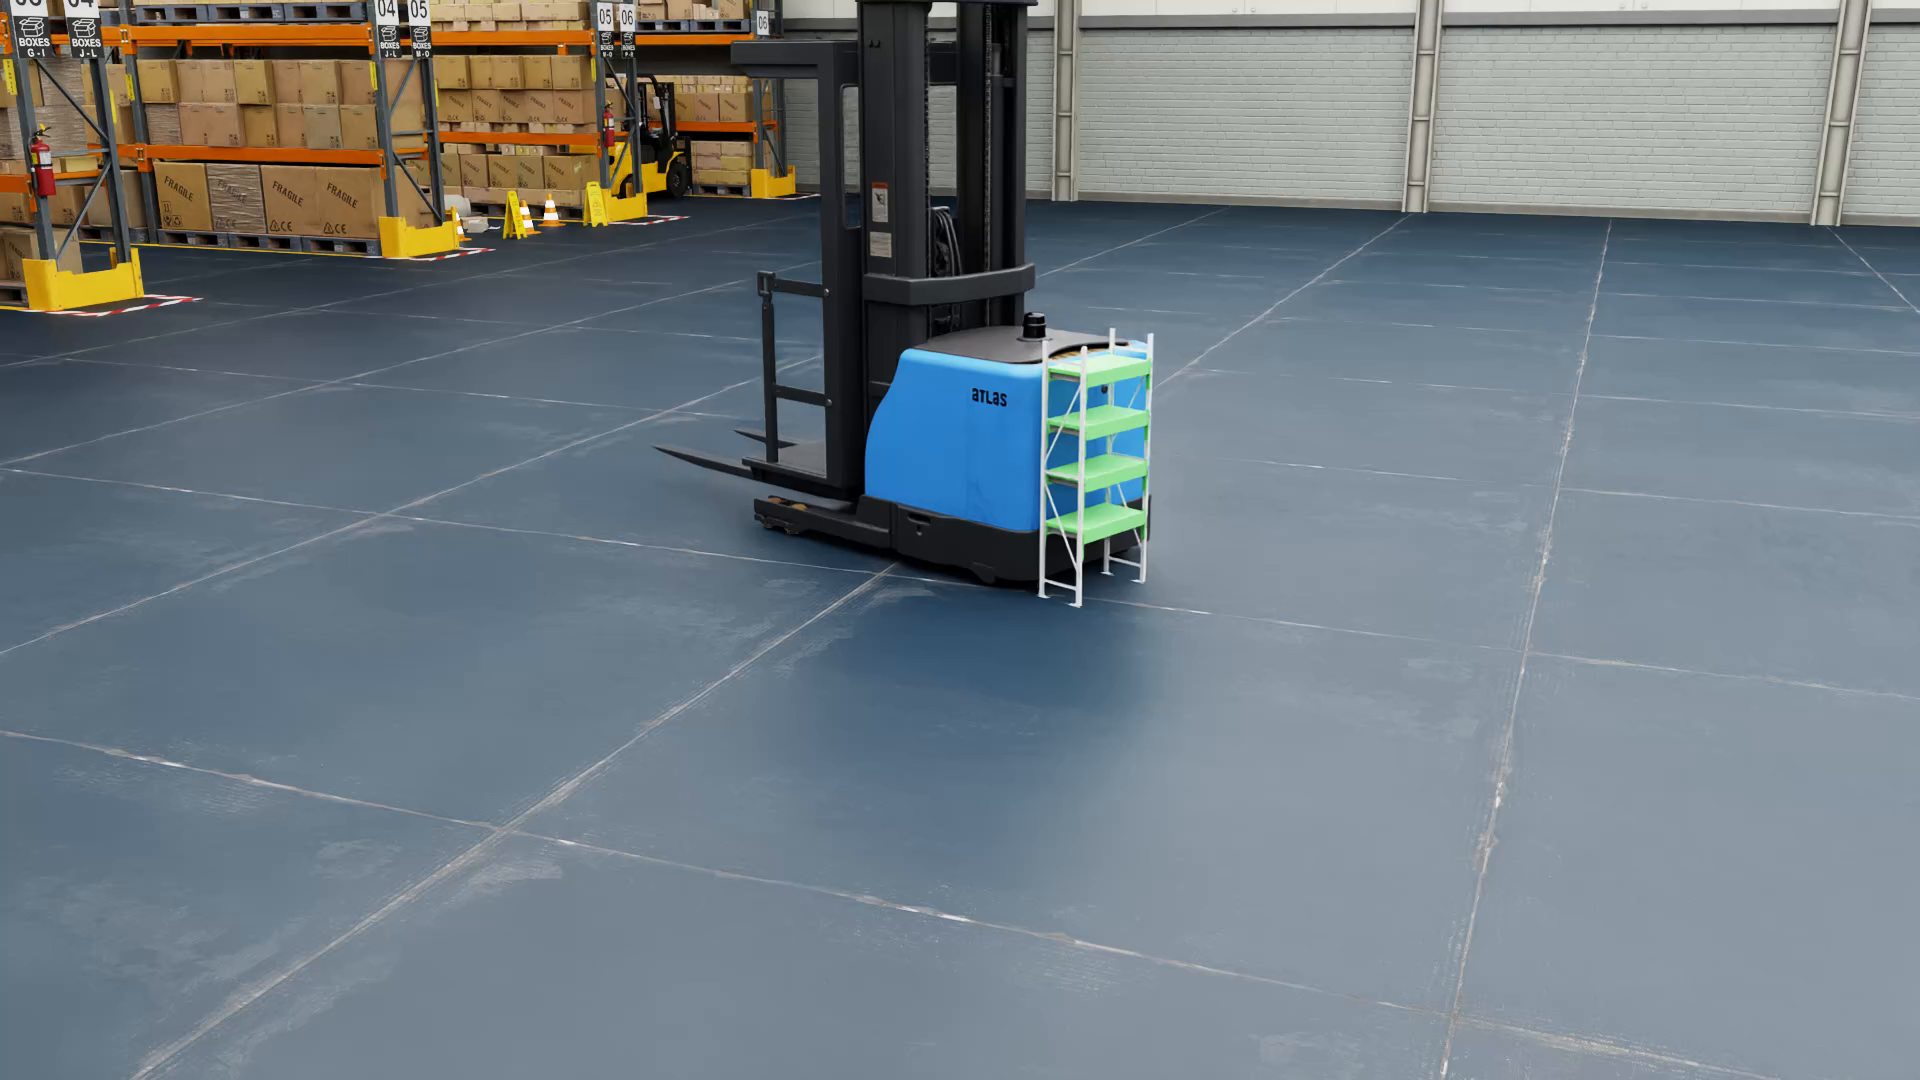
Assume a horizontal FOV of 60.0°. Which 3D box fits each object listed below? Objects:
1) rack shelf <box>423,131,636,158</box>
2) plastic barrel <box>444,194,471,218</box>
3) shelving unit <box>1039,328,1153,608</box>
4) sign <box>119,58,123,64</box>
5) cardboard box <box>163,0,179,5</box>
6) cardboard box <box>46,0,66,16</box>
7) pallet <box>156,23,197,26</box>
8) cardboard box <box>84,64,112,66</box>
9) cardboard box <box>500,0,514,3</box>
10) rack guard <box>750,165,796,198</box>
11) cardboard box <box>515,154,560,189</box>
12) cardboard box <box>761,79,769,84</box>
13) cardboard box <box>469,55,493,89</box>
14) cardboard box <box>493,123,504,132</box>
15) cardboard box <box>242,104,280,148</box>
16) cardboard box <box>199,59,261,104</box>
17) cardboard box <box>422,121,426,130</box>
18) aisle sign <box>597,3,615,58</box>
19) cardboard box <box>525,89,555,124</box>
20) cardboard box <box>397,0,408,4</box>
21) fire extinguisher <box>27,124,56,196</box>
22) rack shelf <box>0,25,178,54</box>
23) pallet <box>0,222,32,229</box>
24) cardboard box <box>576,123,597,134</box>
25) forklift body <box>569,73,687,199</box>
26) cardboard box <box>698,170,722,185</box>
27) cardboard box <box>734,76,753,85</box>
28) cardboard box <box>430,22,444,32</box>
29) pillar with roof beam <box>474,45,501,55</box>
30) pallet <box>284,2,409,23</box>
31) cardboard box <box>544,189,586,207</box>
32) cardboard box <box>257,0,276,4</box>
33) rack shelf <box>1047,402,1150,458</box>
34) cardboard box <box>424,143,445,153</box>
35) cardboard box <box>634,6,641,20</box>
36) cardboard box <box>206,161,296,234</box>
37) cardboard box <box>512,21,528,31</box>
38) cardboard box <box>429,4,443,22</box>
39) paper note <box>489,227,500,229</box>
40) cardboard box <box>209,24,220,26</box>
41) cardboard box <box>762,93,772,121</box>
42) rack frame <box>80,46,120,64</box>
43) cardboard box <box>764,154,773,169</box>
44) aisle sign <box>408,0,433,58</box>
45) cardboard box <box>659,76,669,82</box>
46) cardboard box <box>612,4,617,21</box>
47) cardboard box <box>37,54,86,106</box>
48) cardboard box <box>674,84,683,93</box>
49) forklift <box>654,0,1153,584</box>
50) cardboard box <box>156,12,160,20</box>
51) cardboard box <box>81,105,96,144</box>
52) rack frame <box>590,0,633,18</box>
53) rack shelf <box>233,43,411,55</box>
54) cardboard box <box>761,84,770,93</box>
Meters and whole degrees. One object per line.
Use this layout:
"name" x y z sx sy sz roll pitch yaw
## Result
"rack shelf" -7.096 -6.297 26.274 4.000 0.370 1.077 6 17 21
"plastic barrel" -7.713 -5.019 25.203 0.512 0.421 0.421 -9 18 -27
"shelving unit" 0.628 -0.340 7.694 0.258 1.200 0.503 14 22 41
"sign" -18.080 -10.212 35.826 0.005 0.325 0.100 6 17 21
"cardboard box" -9.992 -6.945 21.354 0.250 0.149 0.380 6 17 21
"cardboard box" -9.225 -5.352 16.619 0.500 0.250 0.500 7 18 22
"pallet" -13.296 -8.658 28.075 1.003 0.211 1.213 7 18 23
"cardboard box" -14.663 -7.926 28.622 0.500 0.500 0.500 6 17 20
"cardboard box" -6.804 -8.256 25.372 0.250 0.149 0.380 6 17 19
"rack guard" -3.396 -6.523 30.245 0.348 0.500 1.175 6 17 21
"cardboard box" -6.563 -5.746 25.919 0.500 0.500 0.500 7 18 23
"cardboard box" -3.652 -8.318 30.068 0.250 0.149 0.380 6 17 20
"cardboard box" -7.184 -7.271 25.832 0.500 0.500 0.700 6 17 20
"cardboard box" -7.077 -6.461 26.000 0.250 0.149 0.380 6 17 21
"cardboard box" -8.823 -5.426 21.714 0.500 0.550 0.875 6 17 21
"cardboard box" -9.342 -5.980 21.685 0.550 0.550 0.875 6 17 21
"cardboard box" -8.527 -6.598 26.473 0.250 0.149 0.380 7 18 22
"aisle sign" -5.285 -7.605 24.825 0.004 0.787 0.394 6 17 21
"cardboard box" -6.306 -6.665 25.539 0.500 0.500 0.500 6 17 21
"cardboard box" -7.159 -6.831 20.963 0.250 0.149 0.380 6 17 21
"fire extinguisher" -8.935 -3.699 16.174 0.183 0.674 0.296 6 17 21
"rack shelf" -12.540 -6.852 22.807 4.000 0.370 1.077 6 17 21
"pallet" -13.694 -4.523 23.874 1.213 0.211 1.003 6 17 21
"cardboard box" -5.662 -6.300 25.444 0.250 0.149 0.380 7 18 22
"forklift body" -5.851 -7.039 29.061 1.214 2.155 2.313 6 17 21
"cardboard box" -4.430 -6.626 30.296 0.500 0.250 0.500 6 17 21
"cardboard box" -3.828 -8.210 29.697 0.250 0.149 0.380 6 17 21
"cardboard box" -8.044 -7.997 25.912 0.250 0.149 0.380 7 18 22
"pillar with roof beam" -10.896 -10.409 28.387 0.400 9.000 9.100 6 17 21
"pallet" -7.652 -6.615 20.857 1.213 0.211 1.003 6 17 21
"cardboard box" -6.109 -5.334 25.846 0.500 0.250 0.500 6 17 20
"cardboard box" -8.573 -6.789 20.818 0.250 0.149 0.380 6 17 21
"rack shelf" 0.628 -0.510 7.644 0.258 0.148 0.480 14 22 41
"cardboard box" -8.413 -6.241 26.461 0.250 0.149 0.380 7 17 21
"cardboard box" -5.870 -9.530 30.048 0.258 0.266 0.396 6 17 19
"cardboard box" -9.280 -4.560 22.060 0.875 0.875 0.875 6 17 21
"cardboard box" -6.609 -7.831 25.338 0.250 0.149 0.380 6 17 20
"cardboard box" -8.165 -8.192 25.866 0.500 0.250 0.500 6 17 20
"paper note" -6.845 -4.592 24.437 0.142 0.019 0.148 0 16 1
"cardboard box" -12.210 -8.530 27.535 0.258 0.266 0.396 6 17 21
"cardboard box" -3.777 -7.896 30.313 0.500 0.500 0.500 7 18 22
"rack frame" -18.302 -9.362 35.542 0.127 3.000 1.000 6 17 21
"cardboard box" -3.779 -6.949 30.511 0.500 0.250 0.500 7 17 22
"aisle sign" -6.782 -6.463 20.892 0.004 0.787 0.394 6 17 21
"cardboard box" -5.258 -8.365 30.232 0.250 0.149 0.380 7 17 21
"cardboard box" -5.606 -8.070 25.445 0.500 0.250 0.500 6 17 20
"cardboard box" -9.284 -4.666 16.858 0.500 0.500 0.500 6 17 21
"cardboard box" -5.046 -8.173 30.102 0.250 0.149 0.380 6 17 21
"forklift" -0.462 -1.526 8.674 3.031 2.935 1.130 14 22 41
"cardboard box" -13.084 -8.947 27.795 0.637 0.503 0.797 5 17 17
"cardboard box" -11.733 -5.637 22.530 0.500 0.500 0.500 6 17 20
"rack frame" -5.236 -9.319 24.632 0.127 3.000 1.000 6 17 21
"rack shelf" -12.721 -9.843 33.110 4.000 0.370 1.077 6 17 21
"cardboard box" -3.638 -8.187 30.151 0.250 0.149 0.380 6 17 19
